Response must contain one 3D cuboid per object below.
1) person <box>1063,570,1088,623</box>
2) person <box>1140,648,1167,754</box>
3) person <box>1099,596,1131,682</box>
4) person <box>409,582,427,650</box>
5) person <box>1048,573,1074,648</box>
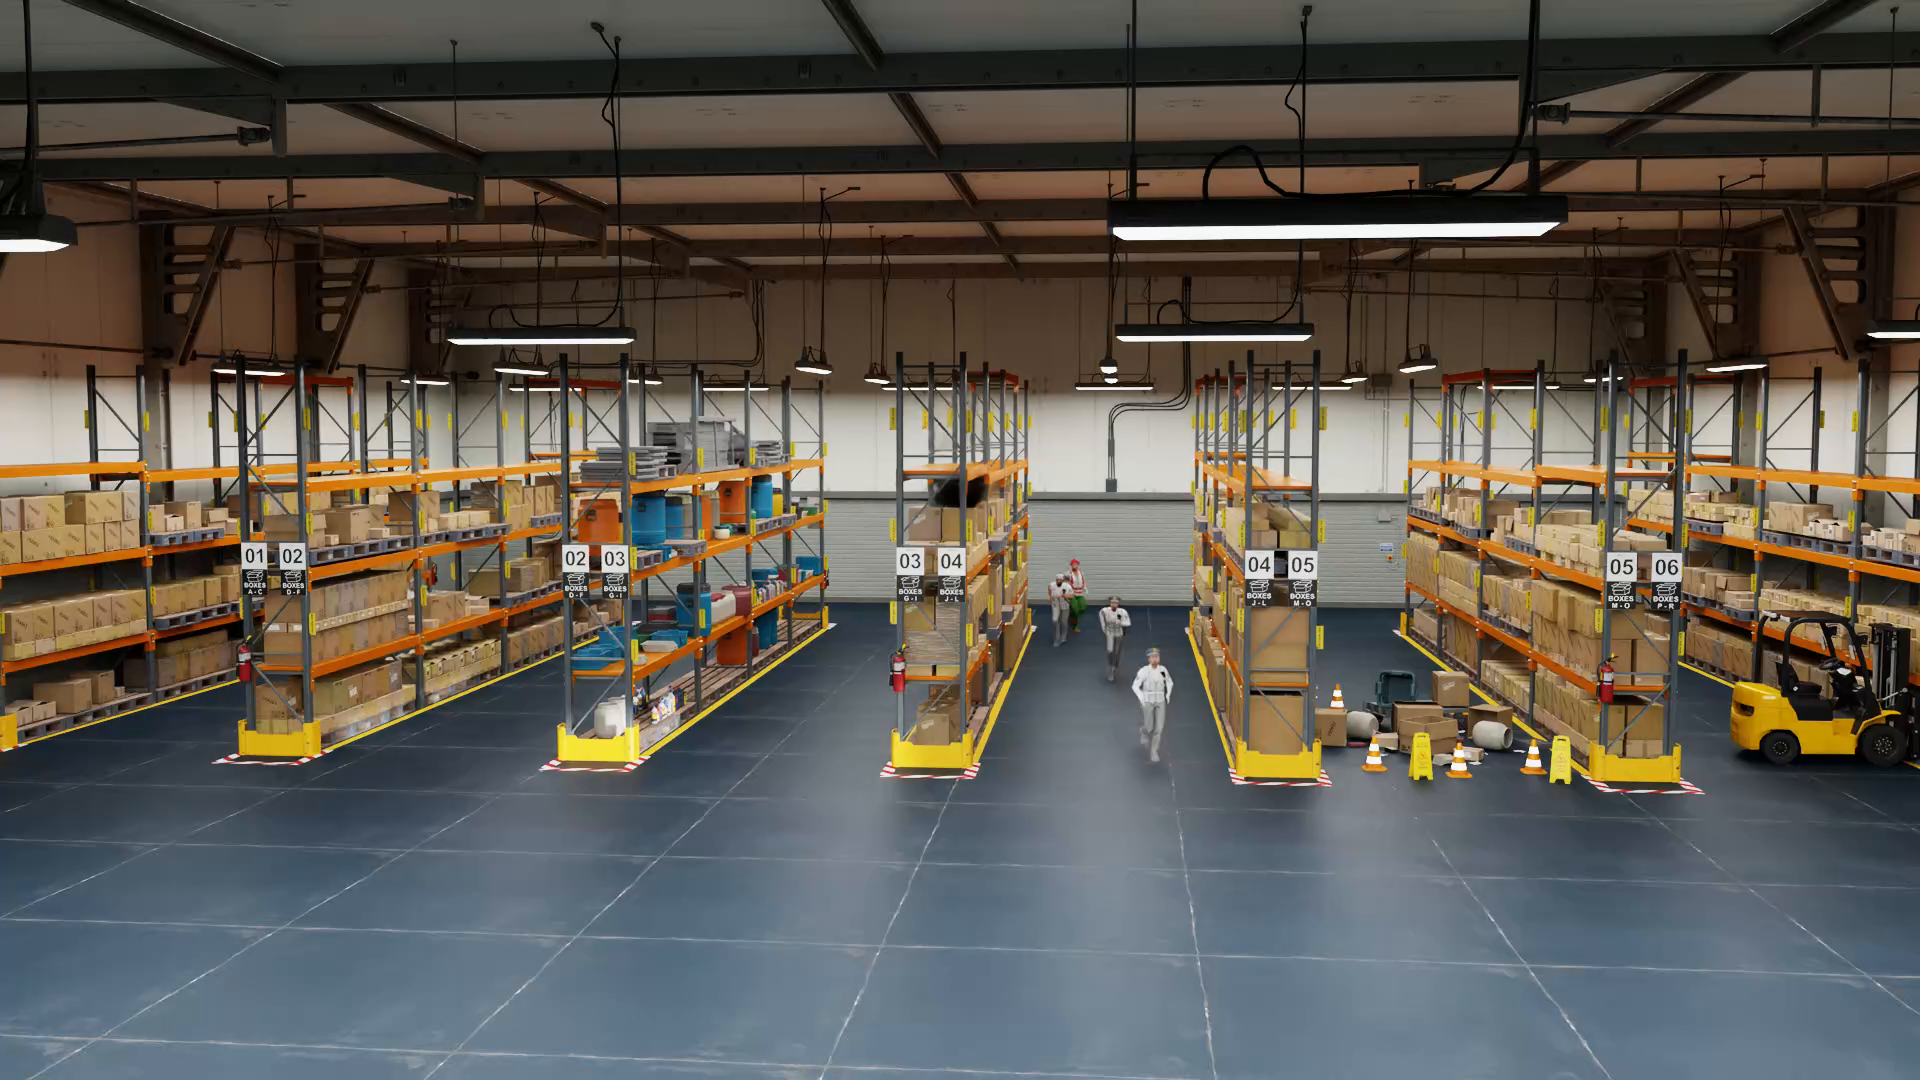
[{"bbox_3d":[2.747,1.340,39.580,0.651,1.254,0.378,-2,5,-27],"label":"person"},{"bbox_3d":[2.889,2.386,24.786,0.373,1.598,0.566,0,4,-6],"label":"person"},{"bbox_3d":[3.005,1.887,32.304,0.606,1.679,0.840,0,4,4],"label":"person"},{"bbox_3d":[-11.500,1.627,35.087,0.674,1.606,0.680,0,4,1],"label":"person"},{"bbox_3d":[2.260,1.558,37.192,0.599,1.668,0.901,0,4,7],"label":"person"}]
